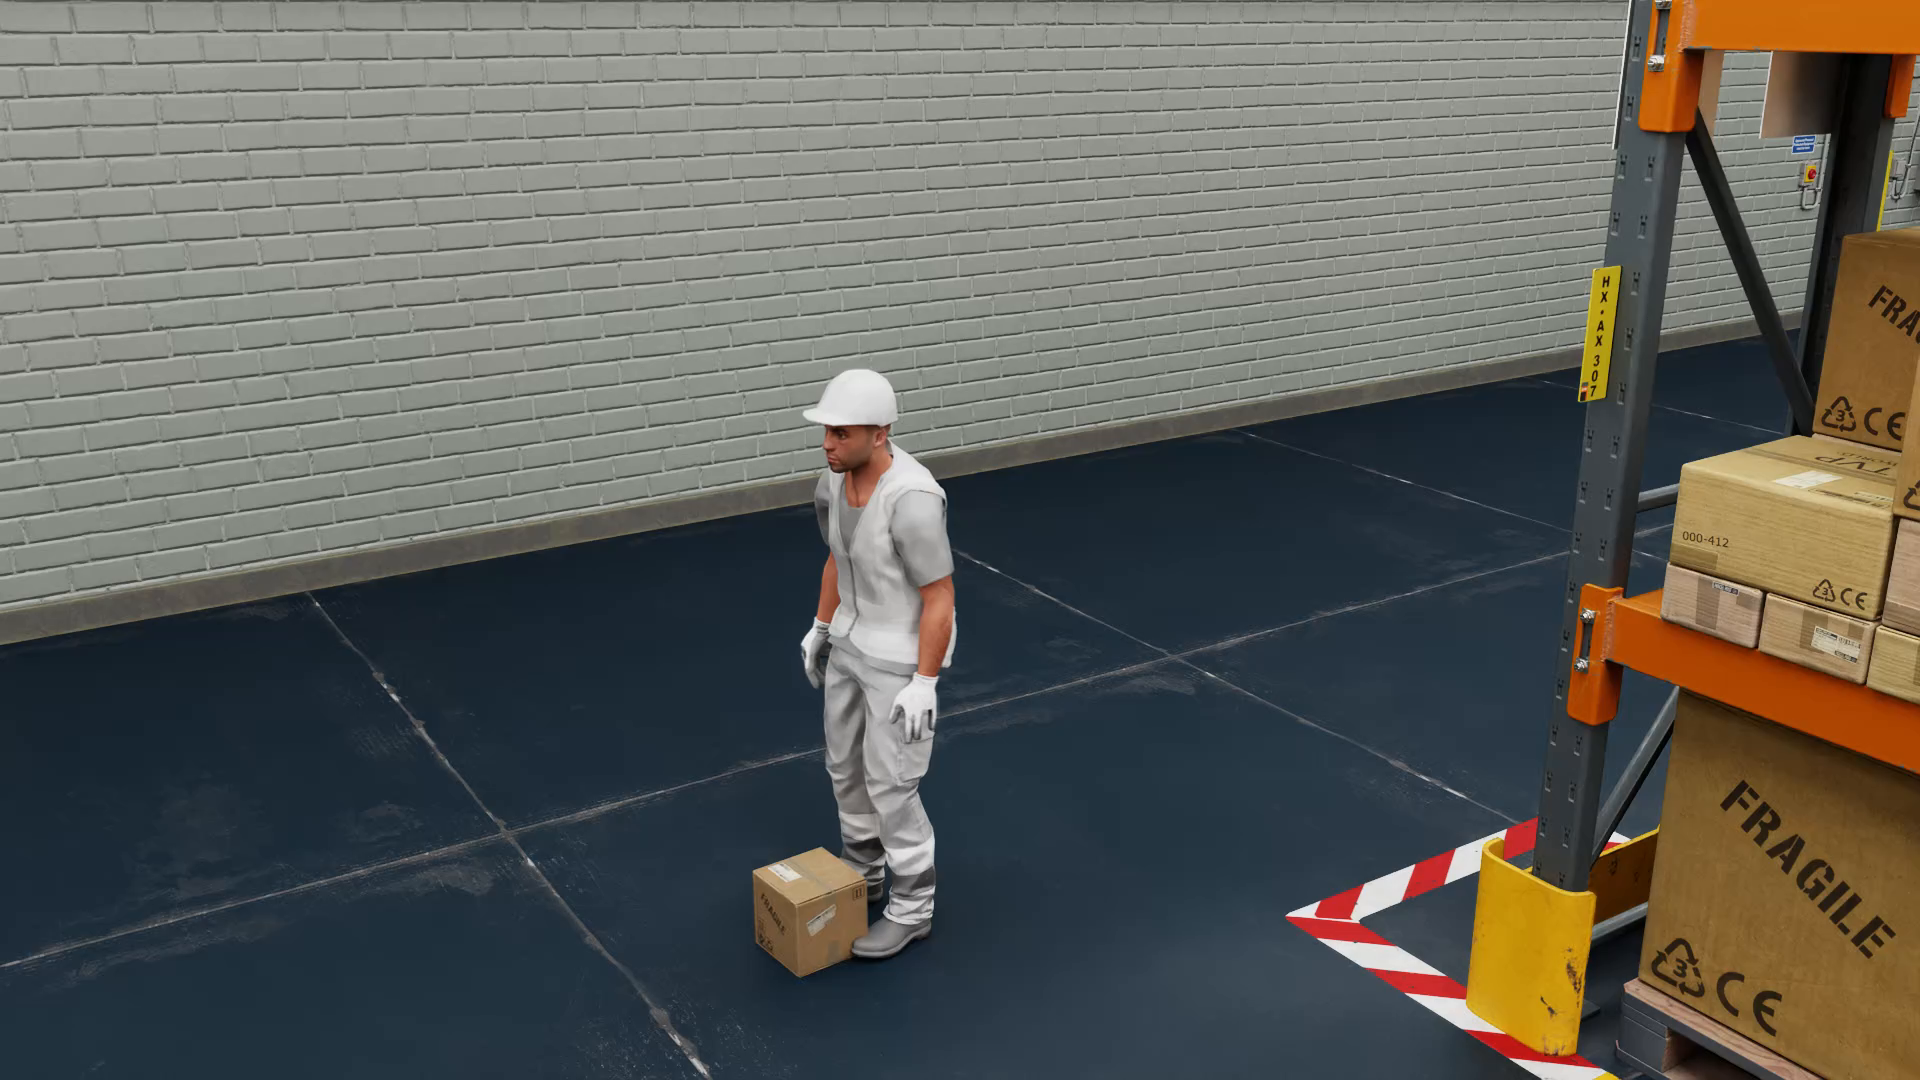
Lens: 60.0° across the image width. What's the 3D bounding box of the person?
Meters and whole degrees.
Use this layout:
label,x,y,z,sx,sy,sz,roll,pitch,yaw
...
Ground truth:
label,x,y,z,sx,sy,sz,roll,pitch,yaw
person,-0.252,0.362,4.906,0.445,1.781,0.620,-13,22,-34
